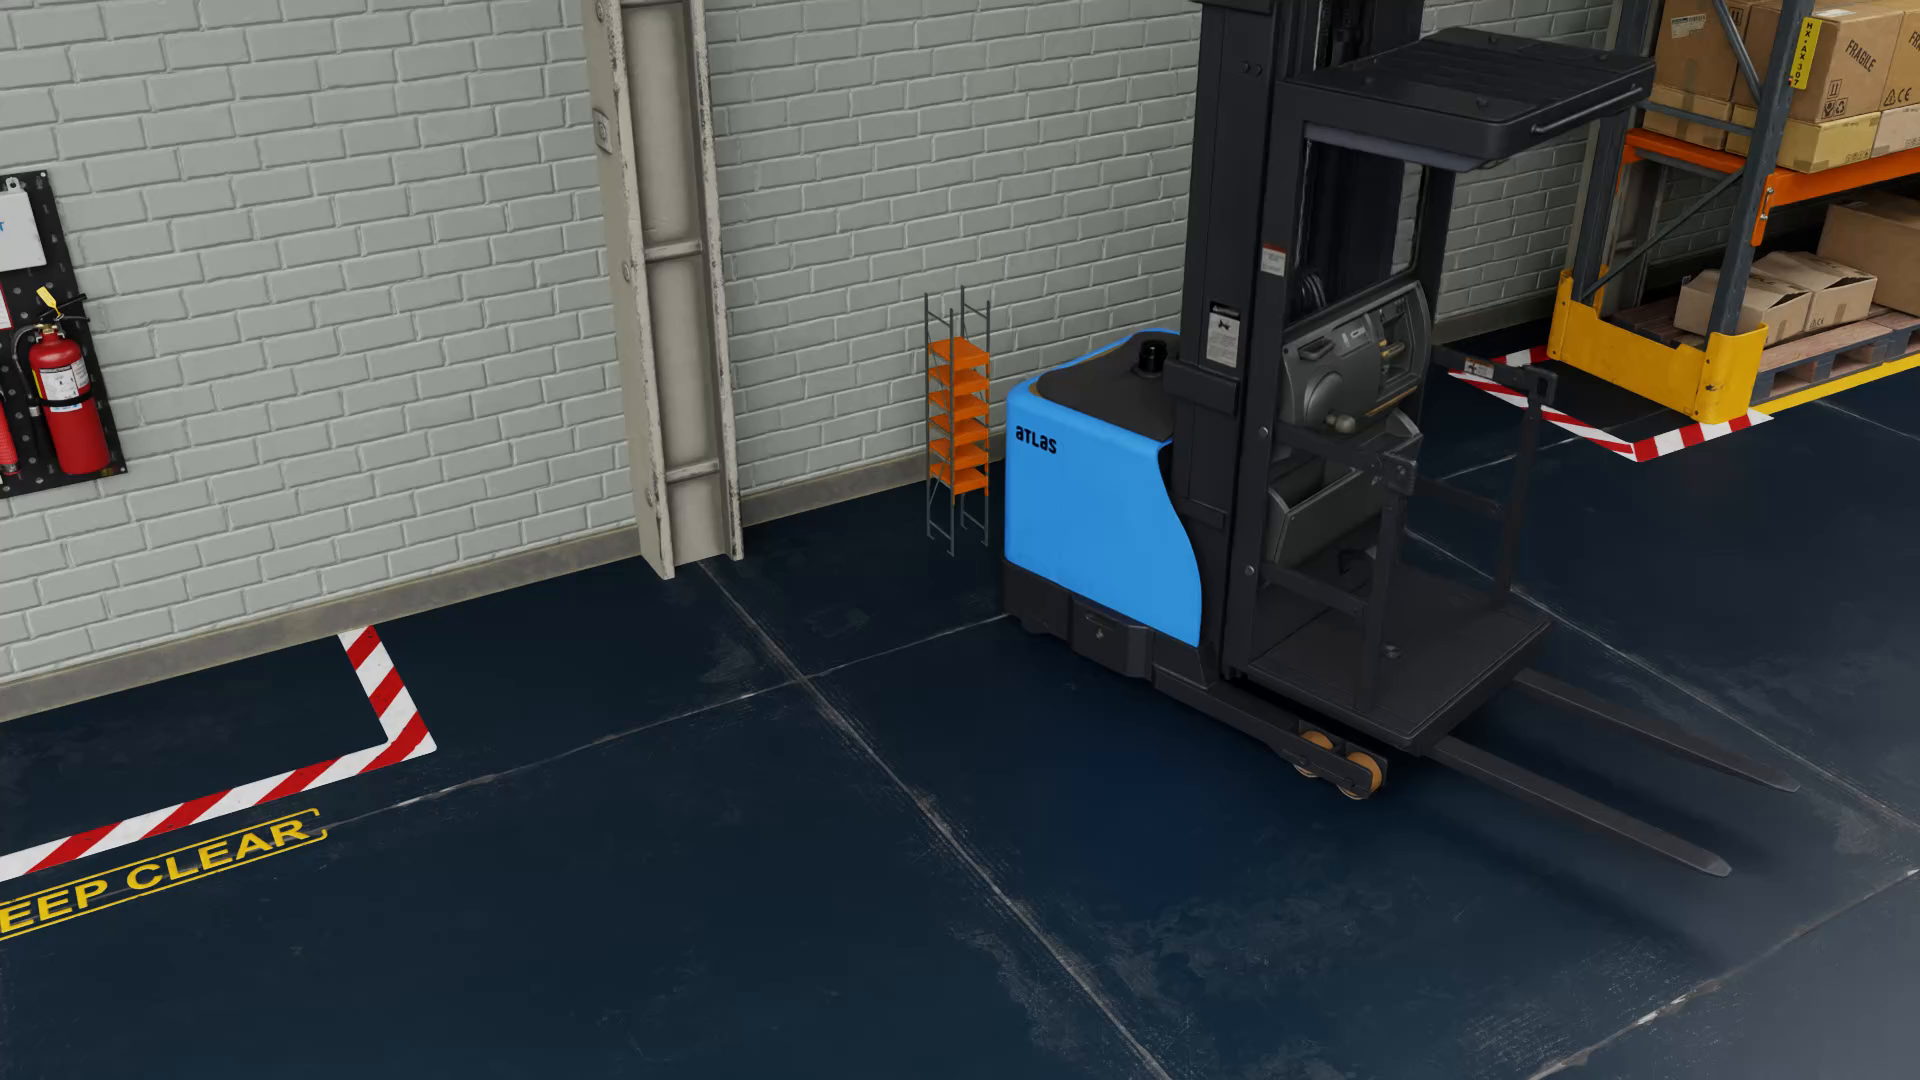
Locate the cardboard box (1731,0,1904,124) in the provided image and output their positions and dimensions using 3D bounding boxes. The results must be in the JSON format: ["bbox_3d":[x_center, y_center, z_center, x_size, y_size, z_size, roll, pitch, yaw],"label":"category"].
[{"bbox_3d":[4.341,-2.447,8.438,0.500,0.500,0.500,-16,33,-26],"label":"cardboard box"}]

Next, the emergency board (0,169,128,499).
[{"bbox_3d":[-3.381,-0.658,5.838,0.643,1.169,0.194,-16,33,-26],"label":"emergency board"}]

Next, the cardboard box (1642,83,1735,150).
[{"bbox_3d":[4.082,-2.322,8.988,0.500,0.250,0.500,-15,32,-26],"label":"cardboard box"}]

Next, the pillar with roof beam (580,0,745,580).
[{"bbox_3d":[0.950,-2.080,2.206,0.400,9.000,9.100,-16,33,-26],"label":"pillar with roof beam"}]

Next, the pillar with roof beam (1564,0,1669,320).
[{"bbox_3d":[6.123,-3.549,4.867,0.400,9.000,9.100,-16,33,-26],"label":"pillar with roof beam"}]

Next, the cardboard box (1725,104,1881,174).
[{"bbox_3d":[4.358,-2.114,8.611,0.500,0.250,0.500,-17,33,-28],"label":"cardboard box"}]

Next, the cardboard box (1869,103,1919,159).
[{"bbox_3d":[4.799,-2.247,8.852,0.500,0.250,0.500,-17,33,-28],"label":"cardboard box"}]

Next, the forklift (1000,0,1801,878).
[{"bbox_3d":[1.585,-0.627,5.852,3.031,2.935,1.130,25,37,37],"label":"forklift"}]

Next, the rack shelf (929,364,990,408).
[{"bbox_3d":[-0.012,-0.693,7.359,0.180,0.103,0.258,-16,33,-26],"label":"rack shelf"}]

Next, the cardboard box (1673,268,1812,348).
[{"bbox_3d":[4.419,-1.331,9.385,0.500,0.311,0.500,-20,35,-32],"label":"cardboard box"}]

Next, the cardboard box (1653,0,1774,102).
[{"bbox_3d":[4.076,-2.659,8.823,0.500,0.500,0.500,-16,33,-27],"label":"cardboard box"}]

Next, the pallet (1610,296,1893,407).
[{"bbox_3d":[4.561,-1.166,9.644,1.213,0.211,1.003,-16,33,-26],"label":"pallet"}]

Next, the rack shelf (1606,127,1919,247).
[{"bbox_3d":[5.501,-2.359,9.664,4.000,0.370,1.077,-16,33,-26],"label":"rack shelf"}]

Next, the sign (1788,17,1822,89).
[{"bbox_3d":[4.052,-2.337,7.984,0.005,0.325,0.100,-16,33,-26],"label":"sign"}]

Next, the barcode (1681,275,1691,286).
[{"bbox_3d":[4.232,-1.506,9.693,0.075,0.075,0.001,-16,33,-26],"label":"barcode"}]

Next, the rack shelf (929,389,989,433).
[{"bbox_3d":[-0.012,-0.588,7.417,0.180,0.103,0.258,-16,33,-26],"label":"rack shelf"}]

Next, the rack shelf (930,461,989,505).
[{"bbox_3d":[-0.012,-0.273,7.591,0.180,0.103,0.258,-16,33,-26],"label":"rack shelf"}]

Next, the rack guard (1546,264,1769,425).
[{"bbox_3d":[3.842,-1.108,9.241,0.348,0.500,1.175,-16,33,-26],"label":"rack guard"}]

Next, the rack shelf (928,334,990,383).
[{"bbox_3d":[-0.012,-0.798,7.301,0.180,0.103,0.258,-16,33,-26],"label":"rack shelf"}]

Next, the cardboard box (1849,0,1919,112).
[{"bbox_3d":[4.772,-2.564,8.650,0.500,0.500,0.500,-16,33,-26],"label":"cardboard box"}]

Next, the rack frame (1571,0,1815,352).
[{"bbox_3d":[3.777,-2.184,8.603,0.127,3.000,1.000,-16,33,-26],"label":"rack frame"}]

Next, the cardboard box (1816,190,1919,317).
[{"bbox_3d":[5.568,-1.712,9.880,0.500,0.500,0.700,-18,34,-29],"label":"cardboard box"}]

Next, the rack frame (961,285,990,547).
[{"bbox_3d":[0.066,-0.544,7.494,0.006,1.200,0.240,-16,33,-26],"label":"rack frame"}]

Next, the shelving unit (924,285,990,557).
[{"bbox_3d":[-0.012,-0.522,7.454,0.189,1.200,0.258,-16,33,-26],"label":"shelving unit"}]

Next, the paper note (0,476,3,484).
[{"bbox_3d":[-3.568,-0.258,6.024,0.142,0.148,0.016,-16,33,-26],"label":"paper note"}]

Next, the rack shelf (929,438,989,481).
[{"bbox_3d":[-0.012,-0.378,7.533,0.180,0.103,0.258,-16,33,-26],"label":"rack shelf"}]

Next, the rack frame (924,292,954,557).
[{"bbox_3d":[-0.091,-0.499,7.413,0.006,1.200,0.240,-16,33,-26],"label":"rack frame"}]

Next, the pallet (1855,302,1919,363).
[{"bbox_3d":[5.611,-1.463,10.182,1.213,0.211,1.003,-16,33,-26],"label":"pallet"}]

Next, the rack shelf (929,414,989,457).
[{"bbox_3d":[-0.012,-0.483,7.475,0.180,0.103,0.258,-16,33,-26],"label":"rack shelf"}]

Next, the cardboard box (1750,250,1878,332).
[{"bbox_3d":[4.910,-1.471,9.638,0.500,0.311,0.500,-13,31,-22],"label":"cardboard box"}]
